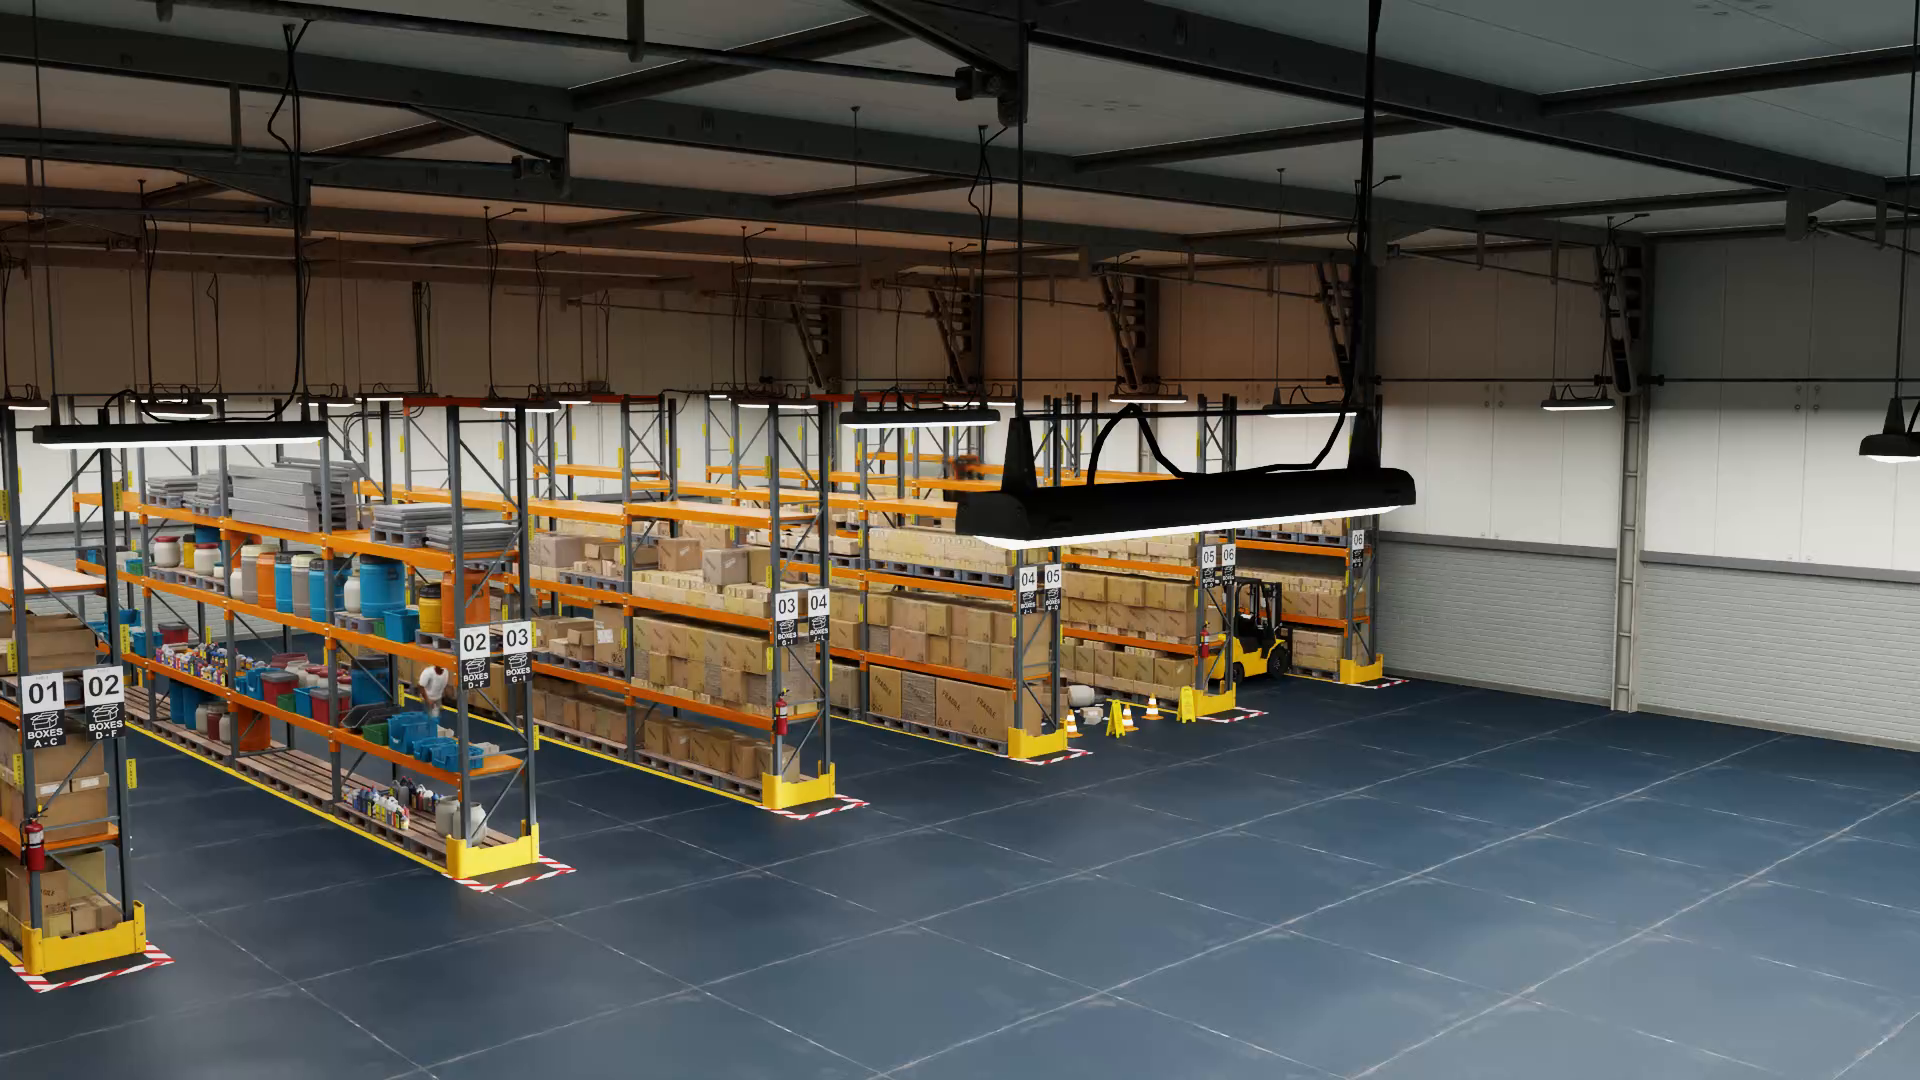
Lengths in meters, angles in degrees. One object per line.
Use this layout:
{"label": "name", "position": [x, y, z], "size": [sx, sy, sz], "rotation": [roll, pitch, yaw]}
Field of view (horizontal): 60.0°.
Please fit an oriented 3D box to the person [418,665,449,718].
{"label": "person", "position": [-9.141, 2.736, 28.780], "size": [0.887, 1.632, 0.694], "rotation": [2, 6, 23]}
